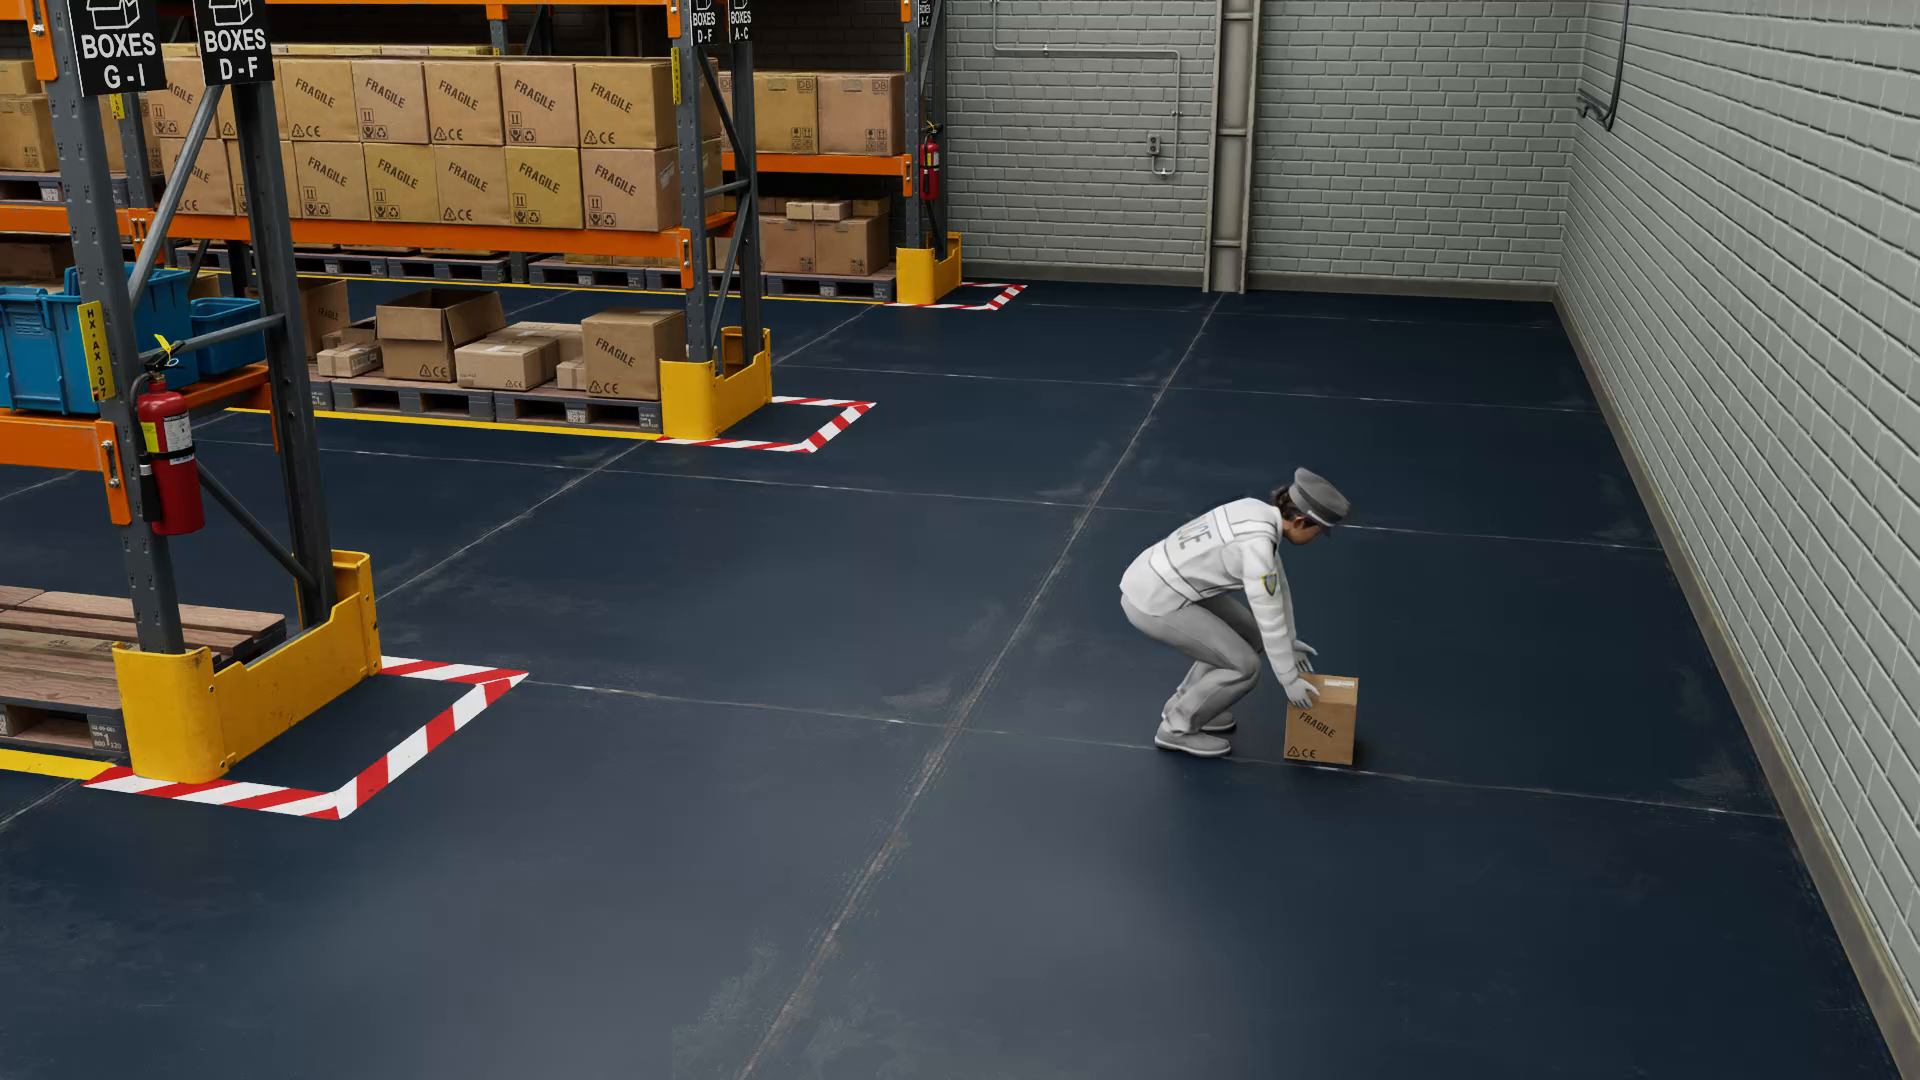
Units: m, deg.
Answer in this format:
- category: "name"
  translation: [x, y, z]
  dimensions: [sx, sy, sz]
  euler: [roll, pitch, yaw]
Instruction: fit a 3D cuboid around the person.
- category: "person"
  translation: [1.039, 0.306, 6.257]
  dimensions: [0.848, 0.964, 0.495]
  euler: [5, 19, 13]
